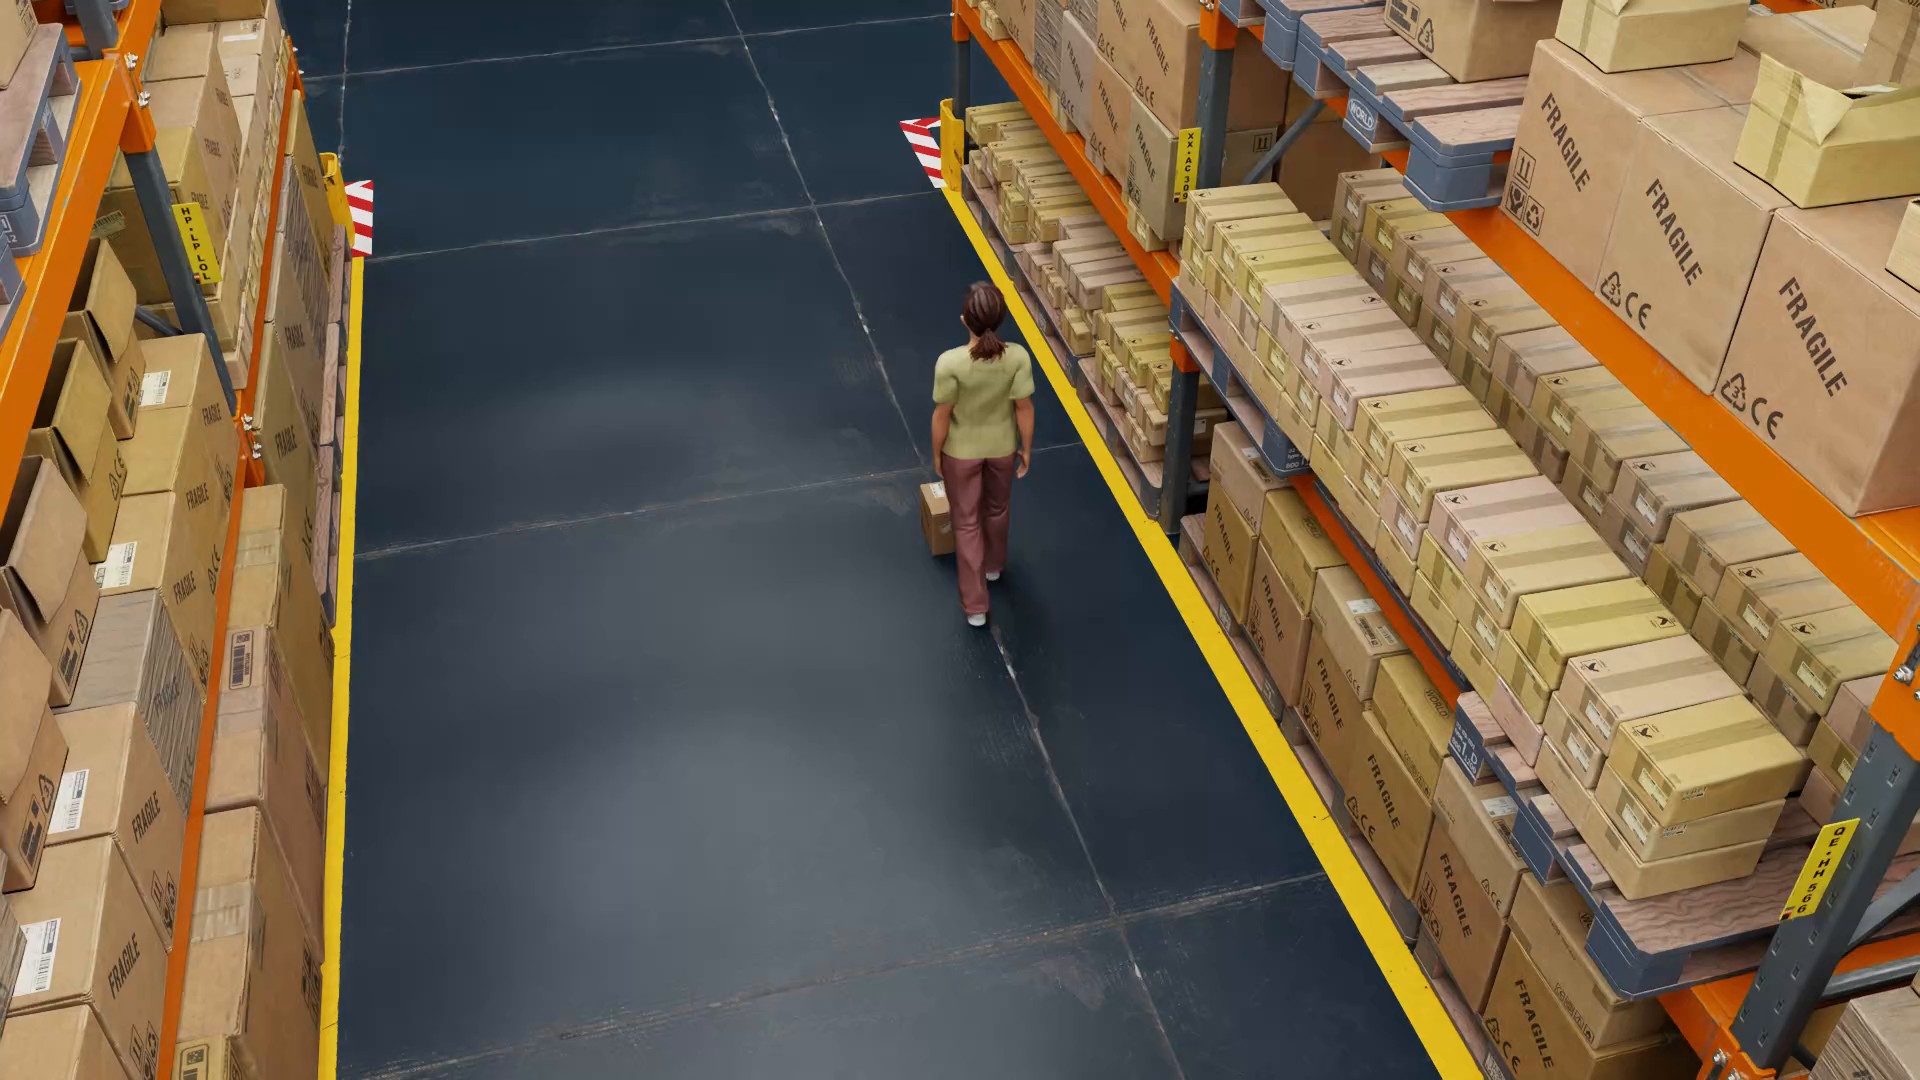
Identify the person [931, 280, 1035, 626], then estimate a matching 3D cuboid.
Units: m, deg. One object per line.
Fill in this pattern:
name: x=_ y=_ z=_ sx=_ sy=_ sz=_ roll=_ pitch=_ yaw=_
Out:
person: x=0.060 y=-0.438 z=7.277 sx=0.438 sy=1.665 sz=0.616 roll=-10 pitch=39 yaw=-12
